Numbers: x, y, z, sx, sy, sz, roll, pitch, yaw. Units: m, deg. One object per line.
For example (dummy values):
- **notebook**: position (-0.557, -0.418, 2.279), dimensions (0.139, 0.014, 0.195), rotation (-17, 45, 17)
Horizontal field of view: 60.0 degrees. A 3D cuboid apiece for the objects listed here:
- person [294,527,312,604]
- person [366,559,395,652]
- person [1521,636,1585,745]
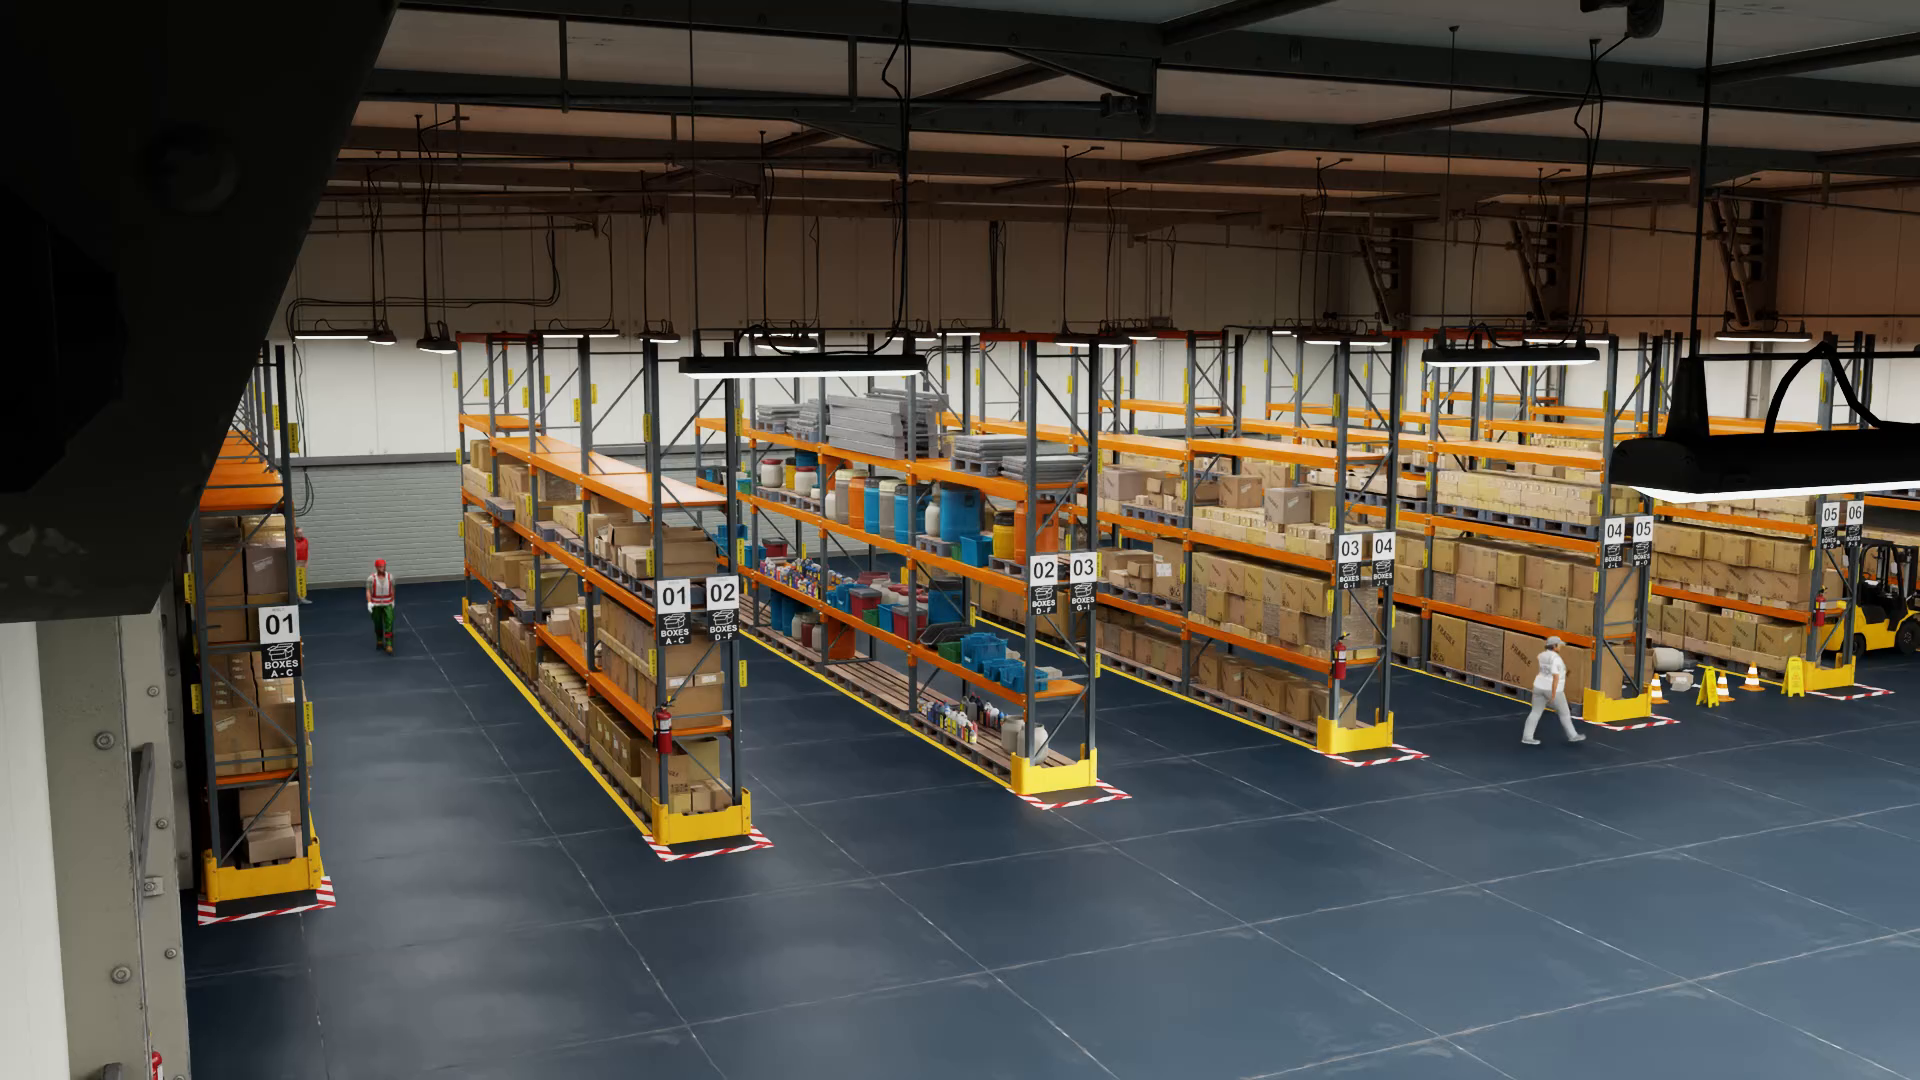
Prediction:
- **person**: position (-14.626, 0.542, 36.662), dimensions (0.859, 1.687, 0.537), rotation (2, 8, 16)
- **person**: position (-10.941, 1.218, 31.445), dimensions (0.540, 1.725, 1.067), rotation (-3, 8, -22)
- **person**: position (8.775, 2.208, 24.594), dimensions (1.003, 1.603, 0.497), rotation (-4, 9, -30)
